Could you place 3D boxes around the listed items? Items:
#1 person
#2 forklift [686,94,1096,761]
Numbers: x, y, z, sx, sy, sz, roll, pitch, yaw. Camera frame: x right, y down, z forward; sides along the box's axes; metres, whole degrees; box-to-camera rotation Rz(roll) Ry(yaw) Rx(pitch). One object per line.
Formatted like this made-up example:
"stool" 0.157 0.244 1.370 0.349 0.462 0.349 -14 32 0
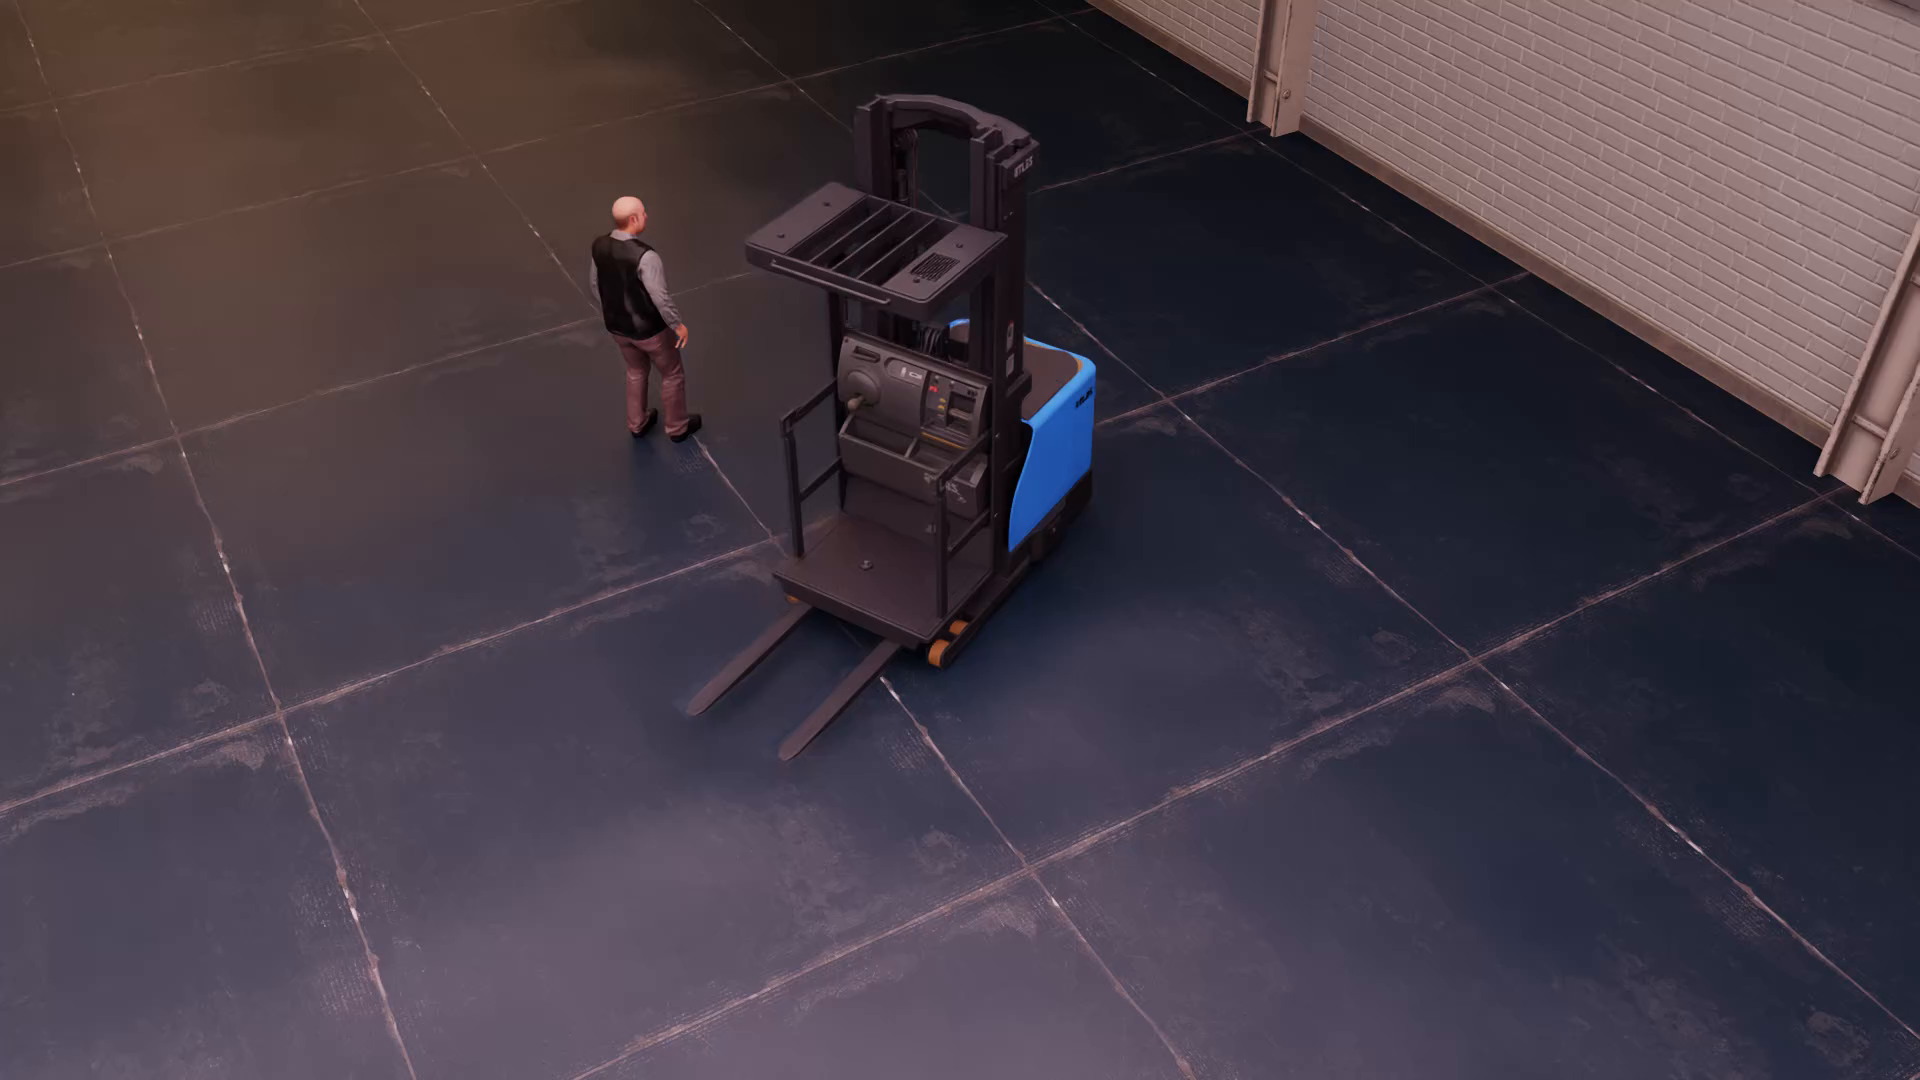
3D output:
"person" -2.033 -1.401 10.678 0.665 1.716 0.466 19 43 22
"forklift" -0.378 -0.744 8.933 1.130 2.935 3.031 22 44 24
